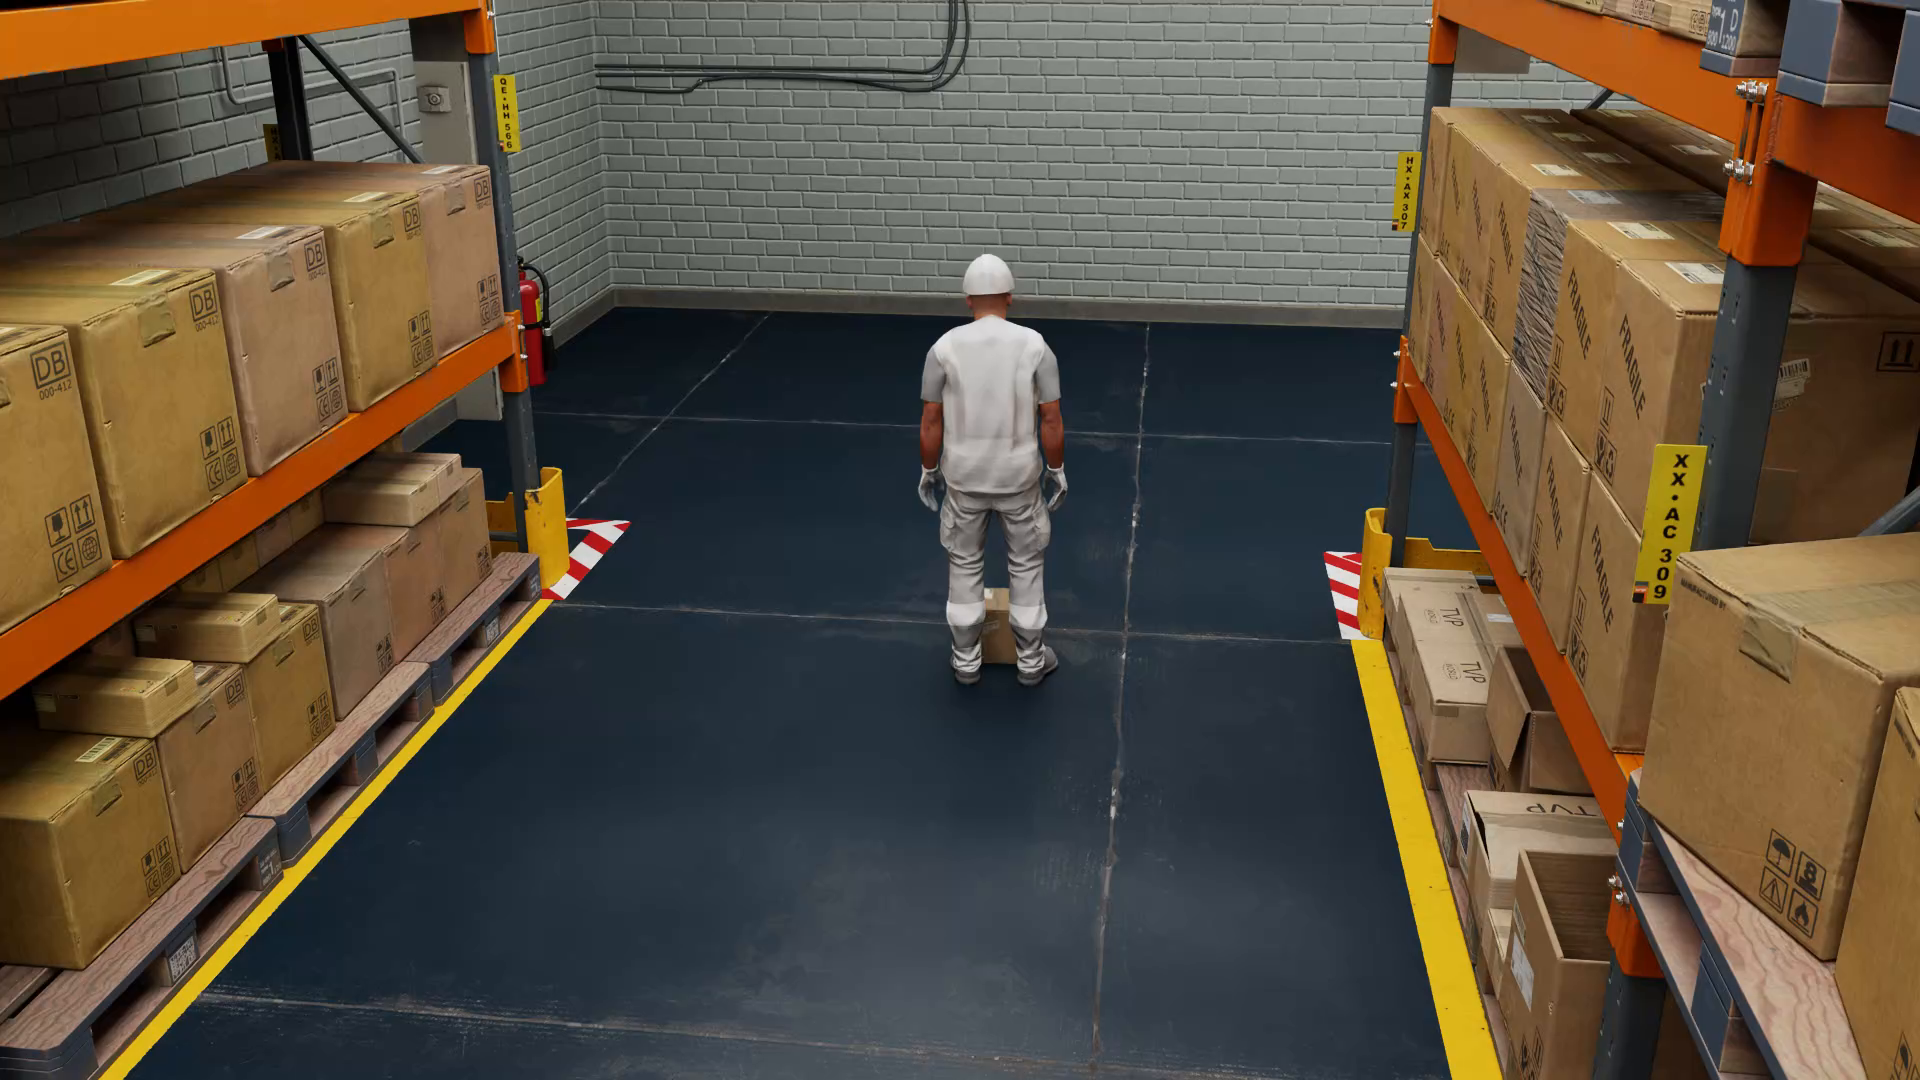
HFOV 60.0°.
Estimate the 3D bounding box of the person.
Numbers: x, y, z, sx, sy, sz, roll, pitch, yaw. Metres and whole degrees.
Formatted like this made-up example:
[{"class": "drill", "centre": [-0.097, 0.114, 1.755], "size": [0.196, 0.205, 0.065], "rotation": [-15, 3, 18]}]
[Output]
[{"class": "person", "centre": [0.134, -0.261, 6.744], "size": [0.607, 1.777, 0.454], "rotation": [1, 21, 4]}]
